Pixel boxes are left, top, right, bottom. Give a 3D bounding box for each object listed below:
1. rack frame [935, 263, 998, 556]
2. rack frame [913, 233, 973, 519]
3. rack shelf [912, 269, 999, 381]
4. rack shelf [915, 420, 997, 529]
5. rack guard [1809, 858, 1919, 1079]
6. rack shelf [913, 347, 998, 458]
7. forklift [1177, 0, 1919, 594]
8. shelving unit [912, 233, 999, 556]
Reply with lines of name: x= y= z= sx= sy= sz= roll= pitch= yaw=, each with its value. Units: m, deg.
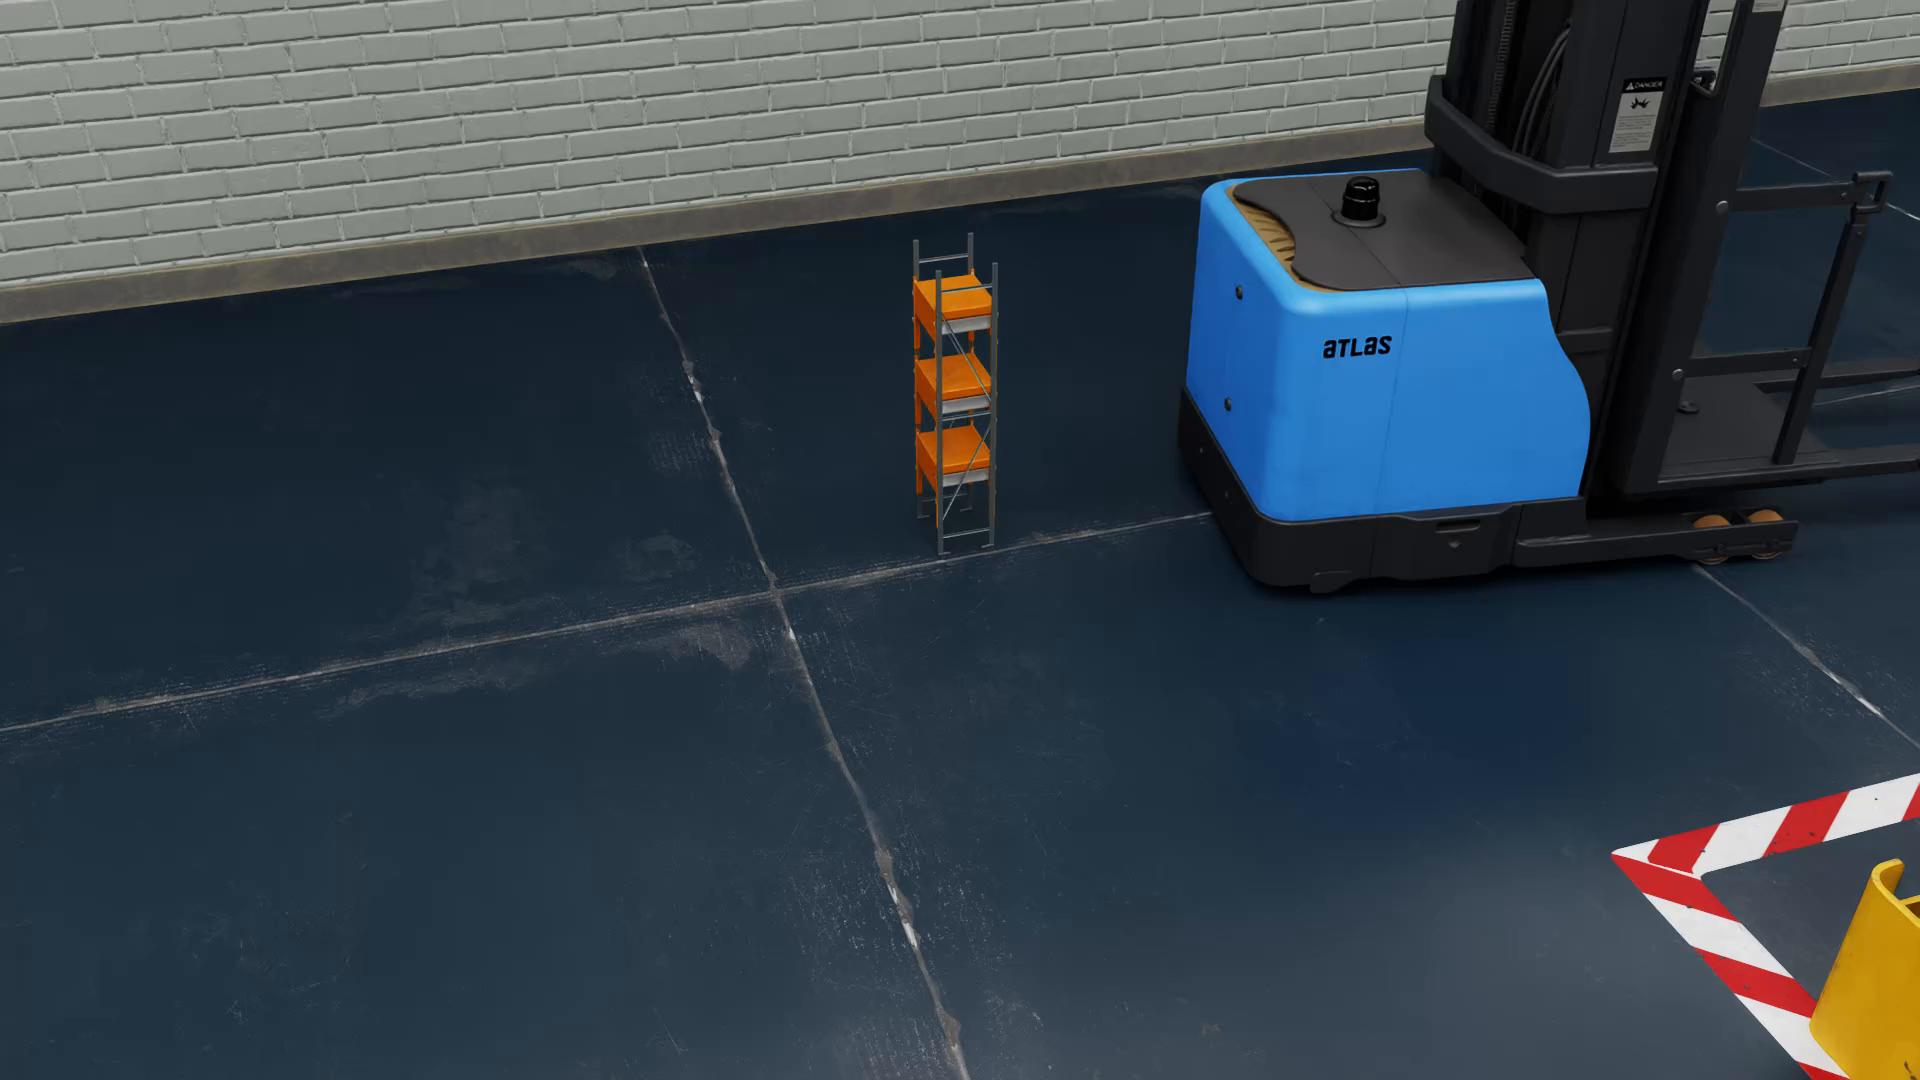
rack frame: x=0.021 y=-0.402 z=5.406 sx=0.200 sy=1.050 sz=0.008 roll=-10 pitch=35 yaw=-15
rack frame: x=-0.054 y=-0.530 z=5.600 sx=0.200 sy=1.050 sz=0.008 roll=-10 pitch=35 yaw=-15
rack shelf: x=-0.016 y=-0.694 z=5.352 sx=0.215 sy=0.259 sz=0.240 roll=-10 pitch=35 yaw=-15
rack shelf: x=-0.016 y=-0.225 z=5.662 sx=0.215 sy=0.259 sz=0.240 roll=-10 pitch=35 yaw=-15
rack guard: x=2.623 y=0.939 z=3.876 sx=1.175 sy=0.500 sz=0.348 roll=-10 pitch=35 yaw=-15
rack shelf: x=-0.016 y=-0.457 z=5.509 sx=0.215 sy=0.259 sz=0.240 roll=-10 pitch=35 yaw=-15
forklift: x=2.370 y=-1.423 z=5.244 sx=3.031 sy=2.935 sz=1.130 roll=-5 pitch=34 yaw=-8
shelving unit: x=-0.016 y=-0.466 z=5.503 sx=0.215 sy=1.050 sz=0.252 roll=-10 pitch=35 yaw=-15
